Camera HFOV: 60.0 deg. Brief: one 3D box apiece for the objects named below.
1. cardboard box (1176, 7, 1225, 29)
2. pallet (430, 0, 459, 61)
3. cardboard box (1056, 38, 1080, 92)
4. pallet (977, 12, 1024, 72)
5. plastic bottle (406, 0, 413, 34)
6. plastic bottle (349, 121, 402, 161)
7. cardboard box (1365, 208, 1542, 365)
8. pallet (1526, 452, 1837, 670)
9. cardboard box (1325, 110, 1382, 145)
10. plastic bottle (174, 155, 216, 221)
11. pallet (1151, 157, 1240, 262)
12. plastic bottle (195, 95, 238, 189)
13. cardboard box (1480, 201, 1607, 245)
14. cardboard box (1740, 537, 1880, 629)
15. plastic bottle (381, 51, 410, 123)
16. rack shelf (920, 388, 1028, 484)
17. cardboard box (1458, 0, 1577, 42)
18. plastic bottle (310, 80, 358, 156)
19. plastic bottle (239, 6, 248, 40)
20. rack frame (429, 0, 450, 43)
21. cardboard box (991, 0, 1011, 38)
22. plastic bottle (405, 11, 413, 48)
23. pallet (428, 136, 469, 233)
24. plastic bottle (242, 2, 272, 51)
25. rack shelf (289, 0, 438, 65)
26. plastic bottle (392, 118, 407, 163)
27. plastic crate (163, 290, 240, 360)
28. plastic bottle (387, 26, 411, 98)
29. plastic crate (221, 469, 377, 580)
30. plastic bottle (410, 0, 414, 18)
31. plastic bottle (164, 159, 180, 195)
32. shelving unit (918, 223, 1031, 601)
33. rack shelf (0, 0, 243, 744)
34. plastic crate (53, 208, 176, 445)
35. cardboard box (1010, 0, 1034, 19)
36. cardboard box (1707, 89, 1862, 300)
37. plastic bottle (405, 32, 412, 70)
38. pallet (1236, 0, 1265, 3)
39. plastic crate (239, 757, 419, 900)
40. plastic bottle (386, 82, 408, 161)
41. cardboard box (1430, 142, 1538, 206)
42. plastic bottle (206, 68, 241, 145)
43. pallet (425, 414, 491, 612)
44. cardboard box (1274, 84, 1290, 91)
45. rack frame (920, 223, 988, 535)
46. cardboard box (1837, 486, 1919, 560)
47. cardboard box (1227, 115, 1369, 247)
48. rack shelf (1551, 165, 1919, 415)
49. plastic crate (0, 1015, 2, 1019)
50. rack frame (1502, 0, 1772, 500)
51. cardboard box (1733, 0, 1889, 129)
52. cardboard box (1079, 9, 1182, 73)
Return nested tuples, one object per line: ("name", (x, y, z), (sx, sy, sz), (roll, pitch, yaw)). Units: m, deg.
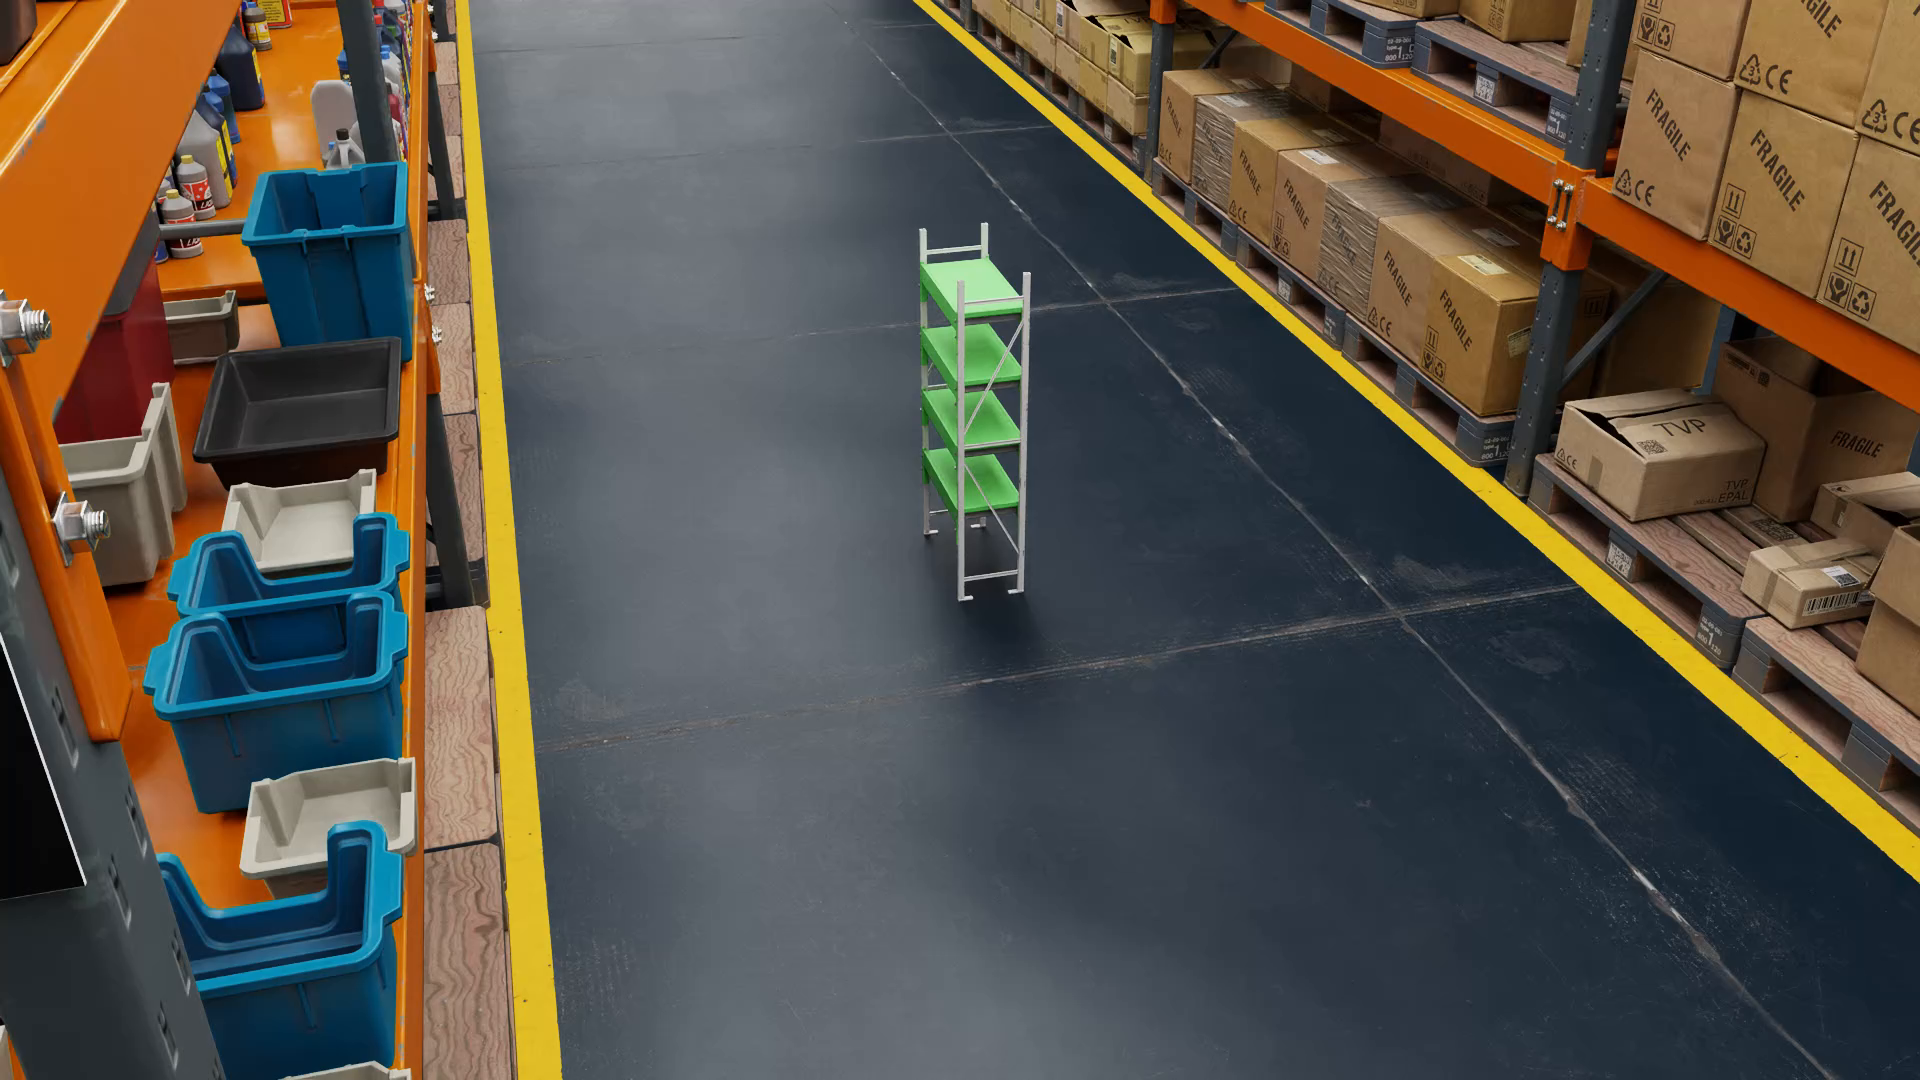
("cardboard box", (1.595, -3.264, 10.660), (0.500, 0.311, 0.500), (-9, 31, -15))
("pallet", (-4.378, -3.883, 12.748), (1.003, 0.211, 1.213), (-8, 31, -13))
("cardboard box", (0.952, -3.190, 11.092), (0.500, 0.250, 0.500), (-7, 31, -12))
("pallet", (0.769, -3.859, 12.707), (1.003, 0.211, 1.213), (-8, 31, -13))
("plastic bottle", (-2.586, -2.434, 7.659), (0.097, 0.201, 0.097), (0, 30, 0))
("plastic bottle", (-1.970, -1.293, 5.614), (0.152, 0.276, 0.135), (-8, 31, -13))
("cardboard box", (2.129, -1.102, 7.215), (0.500, 0.500, 0.500), (-8, 31, -13))
("pallet", (2.841, -0.014, 6.064), (1.003, 0.211, 1.213), (-8, 31, -13))
("cardboard box", (2.210, -1.923, 8.634), (0.500, 0.500, 0.500), (-9, 31, -15))
("plastic bottle", (-2.515, -1.159, 5.457), (0.097, 0.201, 0.097), (0, 30, 0))
("pallet", (1.760, -1.912, 9.343), (1.003, 0.211, 1.213), (-8, 31, -13))
("plastic bottle", (-2.587, -1.384, 5.695), (0.144, 0.351, 0.185), (-8, 31, -13))
("cardboard box", (2.614, -1.184, 7.357), (0.500, 0.500, 0.500), (-7, 31, -13))
("cardboard box", (2.802, 0.131, 5.419), (0.380, 0.166, 0.250), (-8, 31, -13))
("plastic bottle", (-2.184, -1.733, 6.379), (0.097, 0.271, 0.097), (0, 30, 0))
("rack shelf", (0.044, -0.384, 5.843), (0.258, 0.148, 0.480), (-8, 31, -13))
("cardboard box", (2.506, -2.360, 6.814), (0.700, 0.500, 0.500), (-3, 30, -5))
("plastic bottle", (-2.265, -1.544, 6.046), (0.152, 0.276, 0.135), (-8, 31, -13))
("plastic bottle", (-3.253, -2.299, 7.351), (0.152, 0.276, 0.135), (-8, 31, -13))
("rack frame", (-4.240, -4.760, 11.479), (1.000, 3.000, 0.127), (-8, 31, -13))
("cardboard box", (0.539, -3.934, 12.377), (0.500, 0.250, 0.500), (-7, 31, -12))
("plastic bottle", (-2.508, -2.293, 7.415), (0.097, 0.201, 0.097), (0, 30, 0))
("pallet", (-3.347, -2.000, 9.495), (1.003, 0.211, 1.213), (-8, 31, -13))
("plastic bottle", (-3.137, -2.292, 7.414), (0.097, 0.201, 0.097), (0, 30, 0))
("rack shelf", (-3.710, -3.483, 9.991), (1.077, 0.370, 4.000), (-8, 31, -13))
("plastic bottle", (-2.026, -1.415, 5.898), (0.097, 0.201, 0.097), (0, 30, 0))
("plastic crate", (-2.131, -0.564, 4.434), (0.396, 0.136, 0.243), (-8, 31, -13))
("plastic bottle", (-2.272, -1.933, 6.712), (0.061, 0.283, 0.133), (-8, 31, -13))
("plastic crate", (-1.365, -0.007, 3.471), (0.293, 0.136, 0.466), (-8, 31, -13))
("plastic bottle", (-2.660, -2.639, 7.931), (0.061, 0.283, 0.133), (-8, 31, -13))
("plastic bottle", (-2.630, -1.166, 5.394), (0.152, 0.276, 0.135), (-8, 31, -13))
("shelving unit", (0.044, -0.439, 5.811), (0.258, 1.200, 0.503), (-8, 31, -13))
("rack shelf", (-1.586, -0.917, 2.564), (1.077, 0.370, 4.000), (-8, 31, -13))
("plastic crate", (-2.122, -0.485, 3.970), (0.402, 0.464, 0.583), (-8, 31, -13))
("cardboard box", (0.672, -3.926, 11.805), (0.500, 0.311, 0.500), (-9, 31, -15))
("cardboard box", (2.671, -1.067, 4.999), (0.500, 0.500, 0.500), (-7, 31, -12))
("plastic bottle", (-2.405, -2.105, 7.090), (0.097, 0.201, 0.097), (0, 30, 0))
("pallet", (1.846, -3.084, 8.775), (1.213, 0.211, 1.003), (-8, 31, -13))
("plastic crate", (-0.989, 0.467, 2.651), (0.250, 0.136, 0.298), (-8, 31, -13))
("plastic bottle", (-2.039, -1.508, 5.978), (0.061, 0.283, 0.133), (-8, 31, -13))
("cardboard box", (2.501, -1.735, 7.561), (0.500, 0.250, 0.500), (-8, 31, -13))
("plastic bottle", (-2.746, -1.610, 6.166), (0.097, 0.271, 0.097), (0, 30, 0))
("pallet", (-2.282, -0.067, 6.156), (1.003, 0.211, 1.213), (-8, 31, -13))
("cardboard box", (1.742, -2.768, 10.364), (0.500, 0.250, 0.500), (-8, 31, -13))
("rack frame", (-0.021, -0.557, 6.015), (0.240, 1.200, 0.015), (-8, 31, -13))
("cardboard box", (3.283, 0.020, 5.466), (0.500, 0.311, 0.500), (-8, 31, -13))
("cardboard box", (1.716, -1.840, 8.492), (0.500, 0.500, 0.500), (-8, 31, -14))
("rack shelf", (3.191, -0.276, 4.450), (1.077, 0.370, 4.000), (-8, 31, -13))
("plastic crate", (-1.509, 0.612, 2.401), (0.396, 0.136, 0.243), (-8, 31, -13))
("rack frame", (2.660, -1.553, 5.939), (1.000, 3.000, 0.127), (-8, 31, -13))
("cardboard box", (2.651, -1.515, 4.775), (0.500, 0.500, 0.500), (-9, 31, -15))
("cardboard box", (1.077, -3.190, 10.532), (0.500, 0.311, 0.500), (-8, 31, -14))
